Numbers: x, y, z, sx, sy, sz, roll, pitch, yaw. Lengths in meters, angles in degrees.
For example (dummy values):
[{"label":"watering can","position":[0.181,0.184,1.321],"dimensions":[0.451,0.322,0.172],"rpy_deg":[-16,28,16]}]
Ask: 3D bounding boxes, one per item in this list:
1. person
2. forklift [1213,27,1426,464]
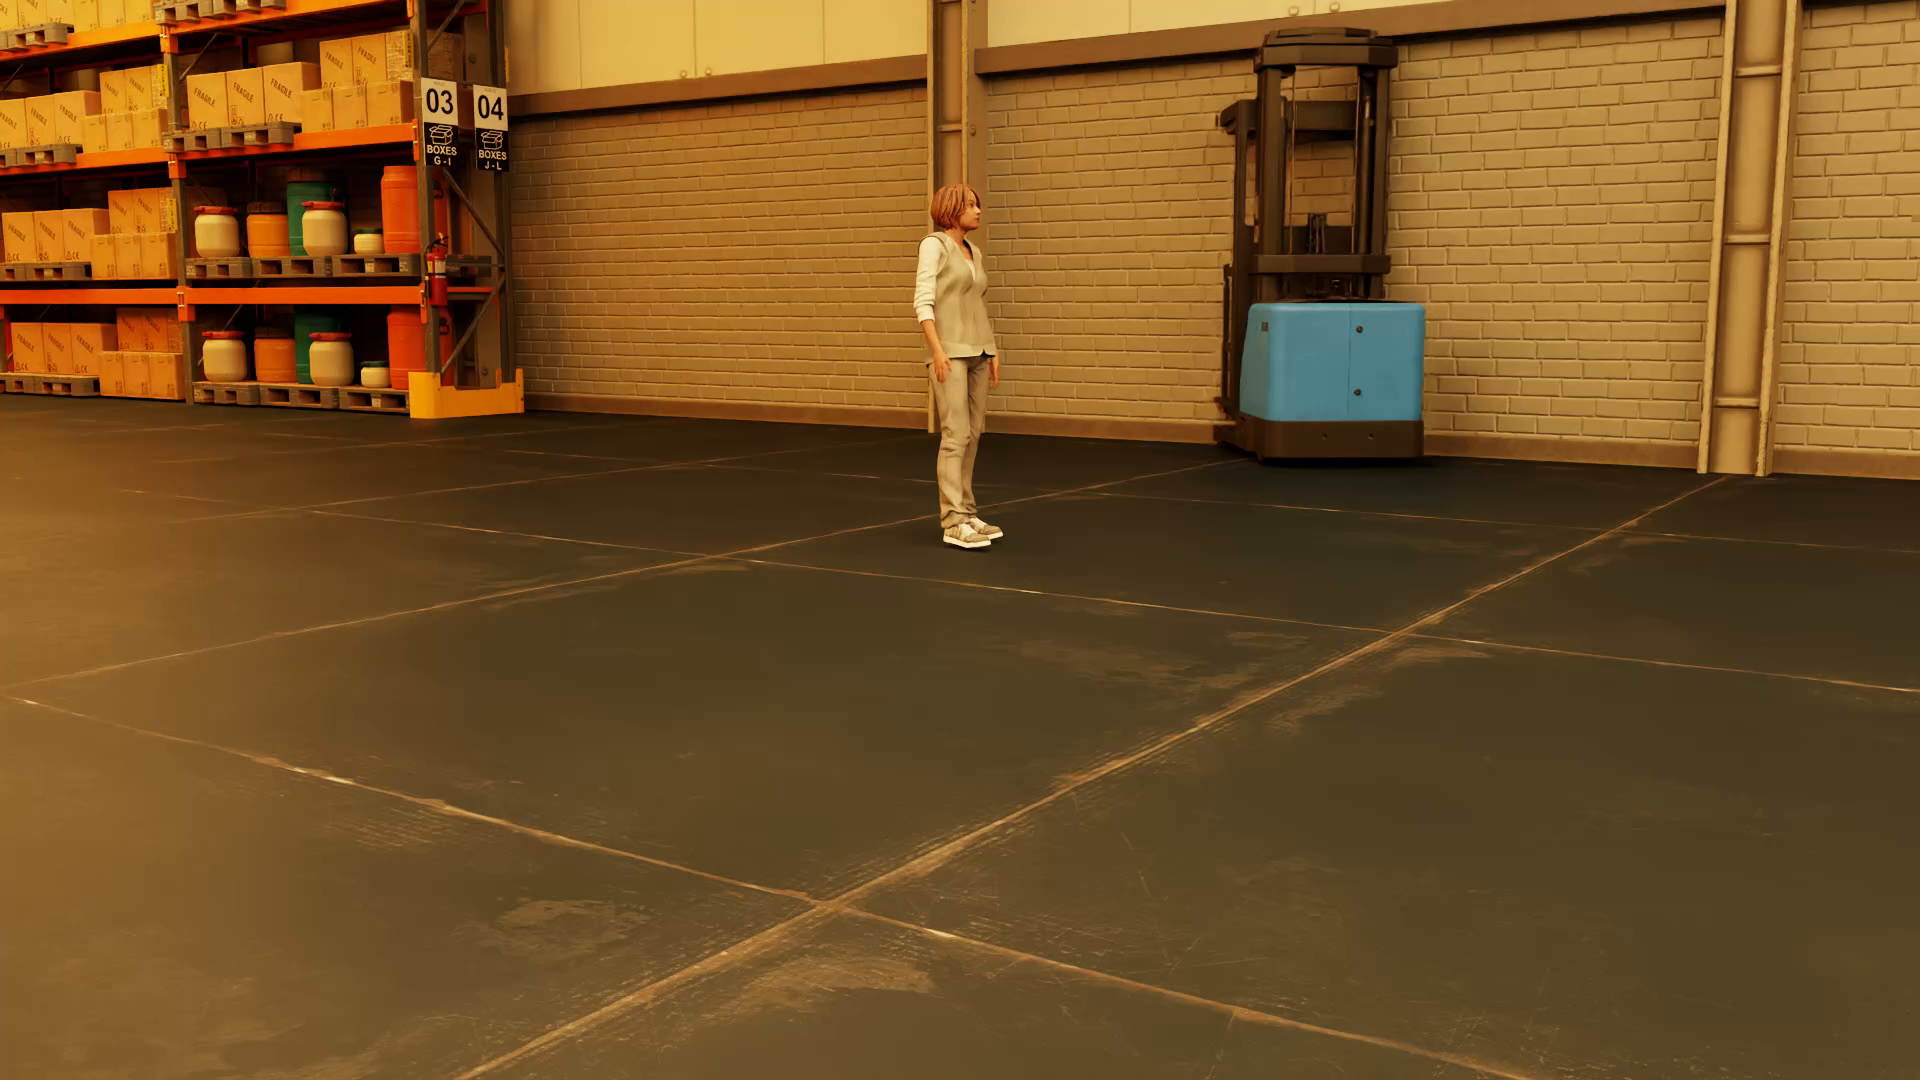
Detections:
[{"label":"person","position":[0.053,-0.791,7.438],"dimensions":[0.475,1.597,0.520],"rpy_deg":[5,10,34]},{"label":"forklift","position":[2.500,-2.130,12.170],"dimensions":[1.130,2.935,3.031],"rpy_deg":[0,8,-1]}]
